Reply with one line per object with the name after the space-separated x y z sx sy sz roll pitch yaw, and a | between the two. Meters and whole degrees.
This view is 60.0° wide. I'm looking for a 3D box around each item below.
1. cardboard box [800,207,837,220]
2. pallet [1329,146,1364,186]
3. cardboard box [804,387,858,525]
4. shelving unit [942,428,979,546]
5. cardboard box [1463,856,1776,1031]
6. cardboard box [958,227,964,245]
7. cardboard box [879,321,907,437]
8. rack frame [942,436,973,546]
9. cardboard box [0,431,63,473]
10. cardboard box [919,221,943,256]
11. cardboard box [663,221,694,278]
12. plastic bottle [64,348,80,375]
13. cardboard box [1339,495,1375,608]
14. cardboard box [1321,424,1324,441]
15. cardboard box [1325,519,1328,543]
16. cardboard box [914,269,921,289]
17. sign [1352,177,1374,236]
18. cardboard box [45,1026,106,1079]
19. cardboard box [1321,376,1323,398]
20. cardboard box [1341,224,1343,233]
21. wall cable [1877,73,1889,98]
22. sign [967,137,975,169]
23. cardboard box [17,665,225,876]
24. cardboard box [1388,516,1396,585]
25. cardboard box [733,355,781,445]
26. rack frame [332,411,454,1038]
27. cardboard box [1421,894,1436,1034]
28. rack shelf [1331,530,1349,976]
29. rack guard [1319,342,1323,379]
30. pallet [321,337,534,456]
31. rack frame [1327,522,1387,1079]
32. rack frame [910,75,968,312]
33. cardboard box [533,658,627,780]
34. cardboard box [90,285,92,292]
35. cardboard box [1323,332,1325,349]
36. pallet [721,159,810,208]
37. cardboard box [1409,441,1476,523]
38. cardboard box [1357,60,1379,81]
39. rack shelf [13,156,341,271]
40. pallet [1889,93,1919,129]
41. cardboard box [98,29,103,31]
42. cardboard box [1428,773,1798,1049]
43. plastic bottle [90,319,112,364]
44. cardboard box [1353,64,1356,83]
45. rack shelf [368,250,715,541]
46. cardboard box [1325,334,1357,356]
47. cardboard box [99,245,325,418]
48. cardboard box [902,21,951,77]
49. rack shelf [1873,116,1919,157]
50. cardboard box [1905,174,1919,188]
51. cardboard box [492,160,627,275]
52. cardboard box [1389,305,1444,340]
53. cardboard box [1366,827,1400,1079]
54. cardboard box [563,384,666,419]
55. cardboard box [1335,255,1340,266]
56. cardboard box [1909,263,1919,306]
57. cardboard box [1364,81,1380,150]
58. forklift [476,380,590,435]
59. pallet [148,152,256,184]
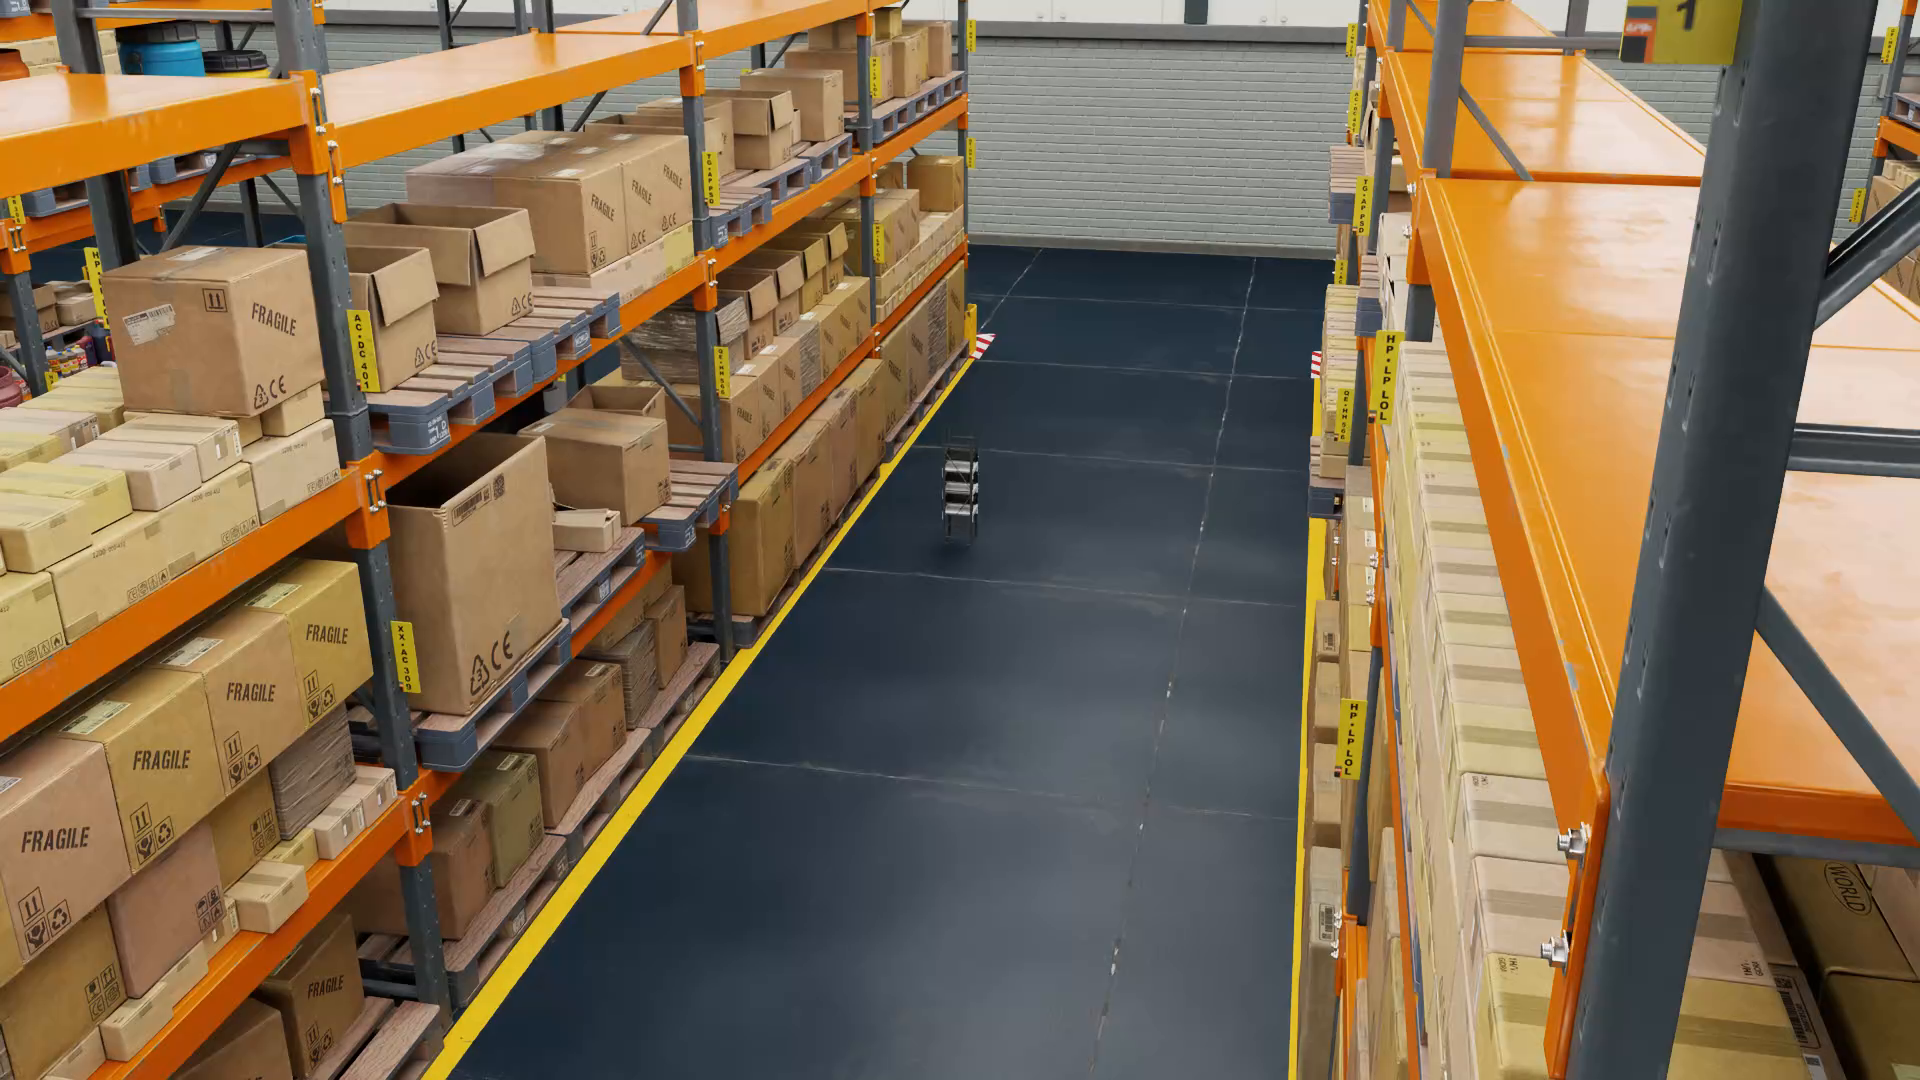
-1.400 -2.675 14.809 0.500 0.500 0.500 5 22 12 | cardboard box
3.373 -2.741 12.412 1.213 0.211 1.003 4 22 11 | pallet
-1.525 -0.717 13.430 1.225 0.875 0.875 4 22 9 | cardboard box
0.002 -0.420 13.223 0.258 0.900 0.210 4 22 11 | shelving unit
0.943 0.608 2.418 0.380 0.149 0.250 5 22 11 | cardboard box
-0.166 -3.261 17.802 0.380 0.149 0.250 5 22 12 | cardboard box
-1.019 -1.514 15.411 0.875 0.875 0.875 4 22 11 | cardboard box
-0.019 -0.383 13.131 0.240 0.900 0.006 4 22 11 | rack frame
-3.304 -0.262 5.671 0.380 0.149 0.250 5 23 13 | cardboard box
-0.463 -3.032 16.700 0.500 0.250 0.500 4 22 9 | cardboard box
-1.905 -1.736 9.865 0.500 0.250 0.500 5 22 11 | cardboard box
-7.025 -1.412 13.140 0.097 0.201 0.097 0 22 0 | plastic bottle
2.330 0.092 9.008 0.500 0.500 0.500 4 22 10 | cardboard box
2.495 -0.721 10.536 0.380 0.149 0.250 5 23 13 | cardboard box
3.086 -0.246 12.765 0.500 0.500 0.500 5 23 13 | cardboard box
-0.582 -2.510 15.938 0.380 0.149 0.250 5 22 12 | cardboard box
2.256 -1.865 9.293 0.100 0.325 0.005 4 22 11 | sign
-3.067 1.707 5.468 0.380 0.149 0.250 4 22 11 | cardboard box
2.756 -1.054 11.760 0.380 0.149 0.250 3 22 8 | cardboard box
3.742 -3.062 15.100 0.500 0.500 0.500 4 22 9 | cardboard box
11.804 -5.209 20.942 0.588 1.984 0.122 4 22 11 | wall cable
0.112 -4.133 17.765 0.100 0.325 0.005 4 22 11 | sign
-2.891 0.759 5.614 0.500 0.500 0.500 4 22 11 | cardboard box
1.460 0.048 4.874 0.380 0.149 0.250 4 22 11 | cardboard box
-1.580 -0.999 11.716 0.500 0.500 0.500 4 22 9 | cardboard box
-2.865 0.856 7.243 1.000 3.000 0.127 4 22 11 | rack frame
1.046 0.792 3.028 0.380 0.149 0.250 5 22 11 | cardboard box
2.379 0.873 8.163 1.077 0.370 4.000 4 22 11 | rack shelf
4.404 -1.930 17.508 1.175 0.500 0.348 4 22 11 | rack guard
-2.634 -0.666 7.259 1.213 0.211 1.003 4 22 11 | pallet
1.970 1.271 6.213 1.000 3.000 0.127 4 22 11 | rack frame
-0.416 -3.533 18.140 1.000 3.000 0.127 4 22 11 | rack frame
-2.375 1.007 9.626 0.700 0.500 0.500 6 23 15 | cardboard box
-10.586 -2.961 19.924 0.380 0.166 0.250 4 22 11 | cardboard box
2.916 -1.478 12.413 0.380 0.149 0.250 4 22 9 | cardboard box
-1.744 -2.559 11.962 1.003 0.211 1.213 6 23 13 | pallet
1.357 -0.135 4.261 0.380 0.149 0.250 5 22 11 | cardboard box
3.669 -4.098 14.526 0.380 0.149 0.250 4 22 10 | cardboard box
-6.489 -2.774 13.203 1.077 0.370 4.000 4 22 11 | rack shelf
9.144 -3.855 15.045 1.003 0.211 1.213 4 22 11 | pallet
-10.202 -6.002 18.783 0.700 0.500 0.500 4 22 11 | cardboard box
1.083 0.650 2.847 0.500 0.250 0.500 5 22 11 | cardboard box
-6.926 -1.615 13.445 0.144 0.351 0.185 4 22 11 | plastic bottle
3.970 -4.340 15.661 0.500 0.250 0.500 4 22 10 | cardboard box
-2.456 -0.933 8.634 1.077 0.370 4.000 4 22 11 | rack shelf
2.758 -1.328 11.644 0.380 0.149 0.250 5 23 13 | cardboard box
-2.707 -0.768 6.059 0.500 0.500 0.500 4 22 9 | cardboard box
-0.470 -5.017 16.982 0.700 0.500 0.500 3 22 8 | cardboard box
8.877 -3.104 14.023 1.077 0.370 4.000 4 22 11 | rack shelf
8.757 -3.194 14.960 0.380 0.149 0.250 4 22 9 | cardboard box
-2.111 -1.715 8.808 0.500 0.500 0.500 5 22 12 | cardboard box
2.007 -0.760 6.746 0.500 0.250 0.500 4 22 10 | cardboard box
1.618 1.230 4.669 0.875 0.550 0.550 4 22 11 | cardboard box
-2.119 -0.648 10.281 0.500 0.500 0.500 2 22 4 | cardboard box
3.913 -2.717 16.452 0.380 0.149 0.250 4 22 9 | cardboard box
8.623 -2.114 14.483 0.500 0.500 0.500 5 23 13 | cardboard box
3.418 -3.157 12.497 0.700 0.500 0.500 4 22 11 | cardboard box
-3.959 -1.212 12.471 1.130 2.935 3.031 13 26 30 | forklift
-6.374 -3.042 13.160 1.003 0.211 1.213 4 22 11 | pallet
